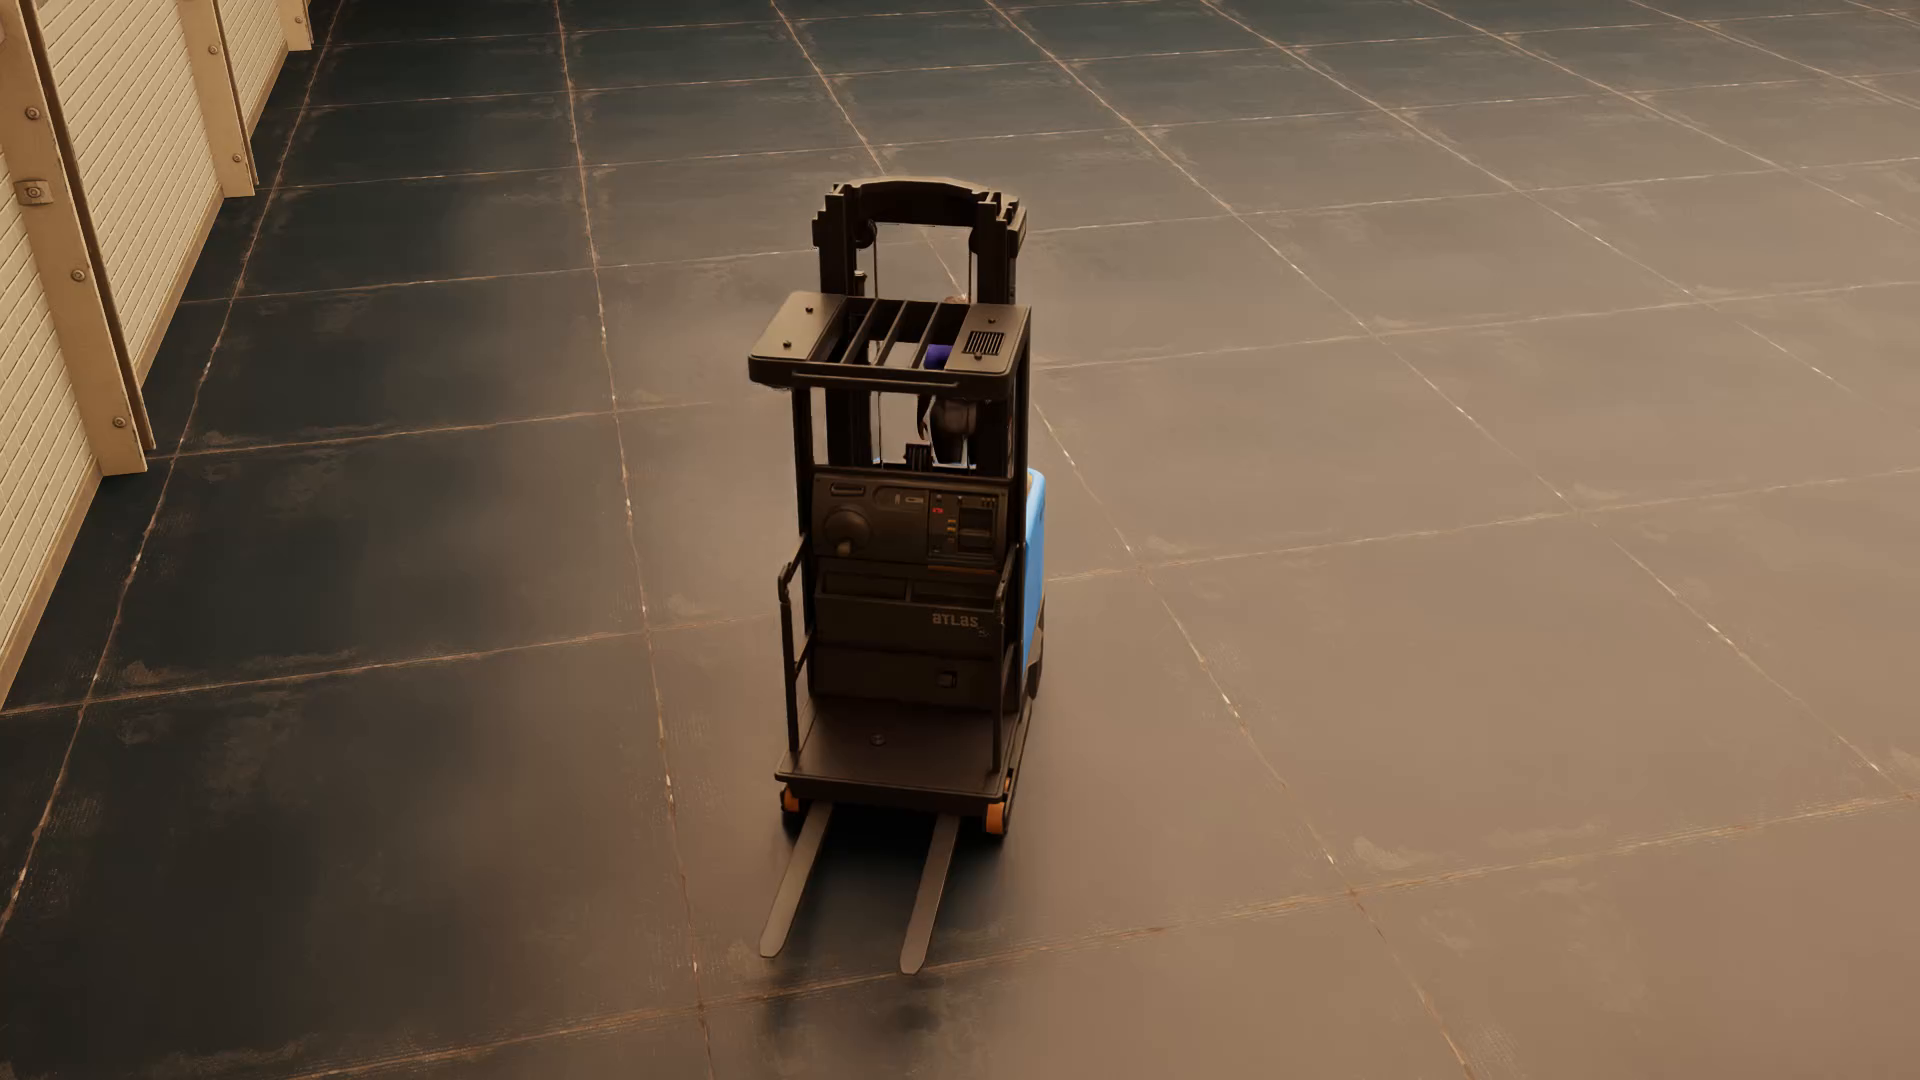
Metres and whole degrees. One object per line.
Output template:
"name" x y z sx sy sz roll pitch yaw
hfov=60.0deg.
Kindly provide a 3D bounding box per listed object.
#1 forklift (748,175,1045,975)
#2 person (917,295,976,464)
"forklift" -0.271 -0.040 7.643 1.130 2.935 3.031 5 30 8
"person" -0.001 -0.767 10.160 0.570 1.654 0.504 -7 31 -12
